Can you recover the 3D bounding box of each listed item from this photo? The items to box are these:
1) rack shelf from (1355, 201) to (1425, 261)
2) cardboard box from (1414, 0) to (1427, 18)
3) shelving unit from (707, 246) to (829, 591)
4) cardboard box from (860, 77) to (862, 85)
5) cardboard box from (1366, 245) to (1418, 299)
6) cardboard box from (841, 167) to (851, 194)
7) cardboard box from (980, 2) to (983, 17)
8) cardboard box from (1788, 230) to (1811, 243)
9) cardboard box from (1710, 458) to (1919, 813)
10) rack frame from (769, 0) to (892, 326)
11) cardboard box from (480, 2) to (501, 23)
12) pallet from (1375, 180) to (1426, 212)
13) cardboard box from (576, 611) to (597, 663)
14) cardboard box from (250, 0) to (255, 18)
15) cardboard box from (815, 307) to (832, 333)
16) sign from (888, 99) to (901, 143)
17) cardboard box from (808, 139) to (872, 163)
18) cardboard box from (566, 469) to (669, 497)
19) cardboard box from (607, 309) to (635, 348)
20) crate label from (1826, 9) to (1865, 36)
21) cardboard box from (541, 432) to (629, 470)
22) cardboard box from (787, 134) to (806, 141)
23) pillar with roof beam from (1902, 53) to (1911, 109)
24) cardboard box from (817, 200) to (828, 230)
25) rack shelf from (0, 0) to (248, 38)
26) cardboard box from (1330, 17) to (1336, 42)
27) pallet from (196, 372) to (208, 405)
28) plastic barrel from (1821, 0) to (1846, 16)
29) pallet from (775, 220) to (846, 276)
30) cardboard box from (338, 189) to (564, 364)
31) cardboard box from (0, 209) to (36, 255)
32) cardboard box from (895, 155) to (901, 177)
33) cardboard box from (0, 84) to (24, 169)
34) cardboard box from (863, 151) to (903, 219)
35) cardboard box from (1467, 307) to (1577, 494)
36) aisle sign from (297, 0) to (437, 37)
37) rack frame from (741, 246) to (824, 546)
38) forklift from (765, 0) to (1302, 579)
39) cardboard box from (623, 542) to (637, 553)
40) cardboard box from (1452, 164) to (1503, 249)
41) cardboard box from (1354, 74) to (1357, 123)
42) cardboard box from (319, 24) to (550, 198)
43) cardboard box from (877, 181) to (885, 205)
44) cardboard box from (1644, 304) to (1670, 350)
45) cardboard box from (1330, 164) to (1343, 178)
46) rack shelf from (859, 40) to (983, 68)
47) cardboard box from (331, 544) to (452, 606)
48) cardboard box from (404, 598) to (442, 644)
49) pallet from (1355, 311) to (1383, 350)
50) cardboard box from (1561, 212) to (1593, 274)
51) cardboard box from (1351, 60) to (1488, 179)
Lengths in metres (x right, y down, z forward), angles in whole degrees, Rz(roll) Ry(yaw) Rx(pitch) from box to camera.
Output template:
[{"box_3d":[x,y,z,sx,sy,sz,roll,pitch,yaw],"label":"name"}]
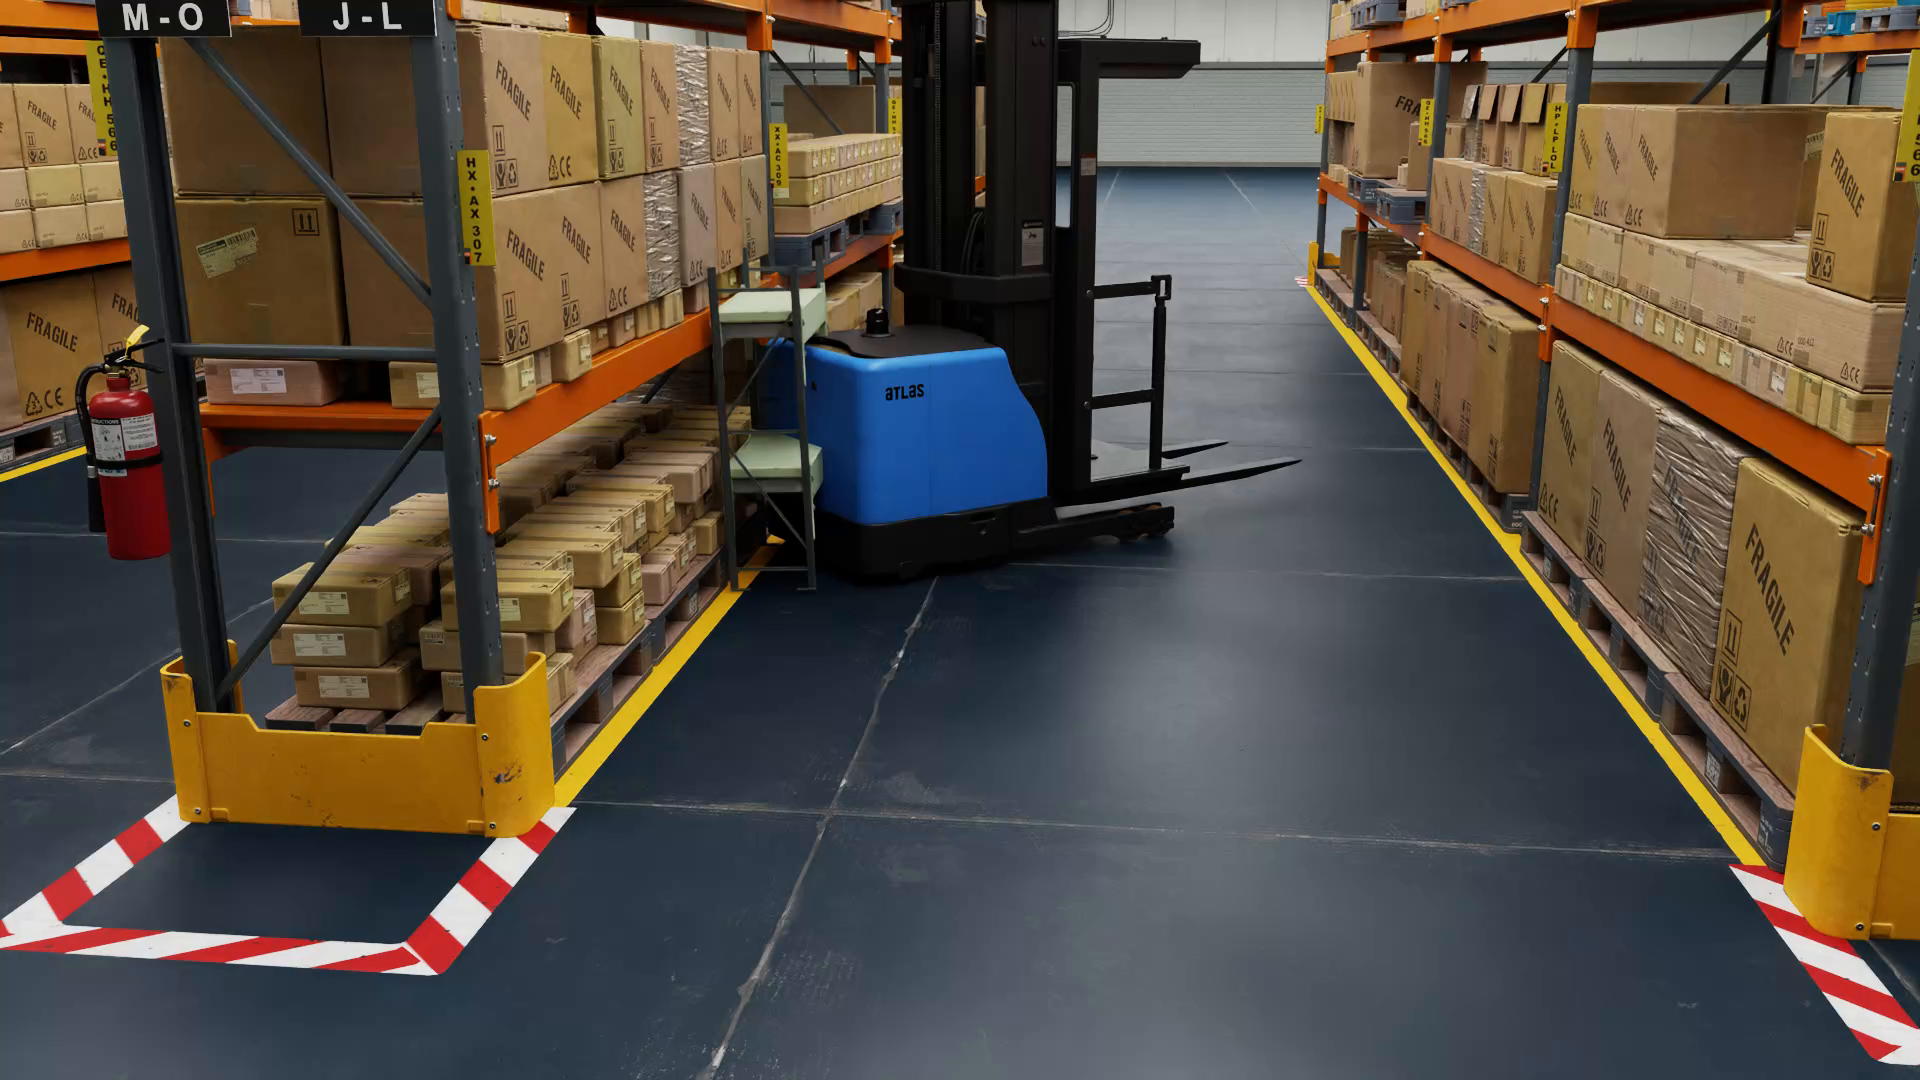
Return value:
[{"box_3d":[4.110,-2.628,14.013,1.077,0.370,4.000,2,15,6],"label":"rack shelf"},{"box_3d":[3.737,-4.092,12.589,0.500,0.250,0.500,2,15,6],"label":"cardboard box"},{"box_3d":[-0.865,-0.589,7.877,0.431,1.500,0.755,-1,17,4],"label":"shelving unit"},{"box_3d":[-0.559,-4.501,17.205,0.875,0.550,0.550,2,15,6],"label":"cardboard box"},{"box_3d":[4.477,-2.742,17.039,0.500,0.500,0.500,7,17,24],"label":"cardboard box"},{"box_3d":[-0.870,-2.177,10.073,0.380,0.149,0.250,2,15,9],"label":"cardboard box"},{"box_3d":[0.054,-5.921,18.552,0.380,0.149,0.250,1,15,5],"label":"cardboard box"},{"box_3d":[3.530,-1.102,6.707,0.500,0.250,0.500,2,15,7],"label":"cardboard box"},{"box_3d":[2.974,0.273,5.173,0.875,0.875,0.875,2,15,6],"label":"cardboard box"},{"box_3d":[-1.033,-2.629,12.638,1.000,3.000,0.127,2,15,6],"label":"rack frame"},{"box_3d":[-5.141,-5.545,17.394,0.500,0.250,0.500,2,15,6],"label":"cardboard box"},{"box_3d":[4.067,-2.879,13.929,1.003,0.211,1.213,2,15,6],"label":"pallet"},{"box_3d":[-1.589,0.358,6.249,0.380,0.149,0.250,2,15,7],"label":"cardboard box"},{"box_3d":[-5.758,-4.152,13.005,0.380,0.149,0.250,2,15,6],"label":"cardboard box"},{"box_3d":[-1.081,-1.272,10.166,0.500,0.250,0.500,2,15,8],"label":"cardboard box"},{"box_3d":[-0.493,-3.136,12.447,0.100,0.325,0.005,2,15,6],"label":"sign"},{"box_3d":[-0.781,-2.522,10.778,0.380,0.149,0.250,2,15,9],"label":"cardboard box"},{"box_3d":[-1.477,-0.204,7.186,0.380,0.149,0.250,2,15,6],"label":"cardboard box"},{"box_3d":[-1.498,-0.847,6.528,0.380,0.149,0.250,1,15,5],"label":"cardboard box"},{"box_3d":[9.169,-5.286,17.003,0.502,0.251,0.408,2,15,6],"label":"crate label"},{"box_3d":[-1.805,-0.417,7.975,0.380,0.149,0.250,1,15,5],"label":"cardboard box"},{"box_3d":[-1.305,-2.814,11.858,0.380,0.149,0.250,1,15,5],"label":"cardboard box"},{"box_3d":[18.763,-13.134,39.996,9.100,9.000,0.400,2,15,6],"label":"pillar with roof beam"},{"box_3d":[-0.957,-1.834,9.374,0.380,0.149,0.250,2,15,7],"label":"cardboard box"},{"box_3d":[-6.188,-3.331,10.864,1.077,0.370,4.000,2,15,6],"label":"rack shelf"},{"box_3d":[4.476,-5.790,18.868,0.500,0.250,0.500,2,15,8],"label":"cardboard box"},{"box_3d":[-6.127,-1.200,12.696,1.003,0.211,1.213,2,15,6],"label":"pallet"},{"box_3d":[9.779,-6.114,18.152,0.600,0.830,0.708,2,15,6],"label":"plastic barrel"},{"box_3d":[-1.253,-1.693,9.544,1.003,0.211,1.213,2,15,6],"label":"pallet"},{"box_3d":[-1.610,-0.854,5.313,0.500,0.500,0.500,2,15,9],"label":"cardboard box"},{"box_3d":[-6.045,-1.879,10.153,0.500,0.250,0.500,1,15,5],"label":"cardboard box"},{"box_3d":[-0.636,-2.713,12.054,0.380,0.149,0.250,2,15,7],"label":"cardboard box"},{"box_3d":[-6.049,-2.481,9.982,0.500,0.500,0.500,2,15,6],"label":"cardboard box"},{"box_3d":[-0.714,-2.786,13.026,0.500,0.500,0.500,2,15,7],"label":"cardboard box"},{"box_3d":[3.485,-0.763,9.003,1.225,0.875,0.875,2,15,6],"label":"cardboard box"},{"box_3d":[-1.646,-1.781,4.523,0.394,0.787,0.004,2,15,6],"label":"aisle sign"},{"box_3d":[-0.840,-0.694,8.226,0.400,1.500,0.023,-1,17,4],"label":"rack frame"},{"box_3d":[0.520,-1.507,8.621,3.031,2.935,1.130,-10,18,-33],"label":"forklift"},{"box_3d":[-1.522,0.077,6.718,0.380,0.149,0.250,1,15,4],"label":"cardboard box"},{"box_3d":[3.449,-2.120,10.565,0.500,0.500,0.500,1,15,5],"label":"cardboard box"},{"box_3d":[4.113,-4.293,16.117,0.500,0.500,0.500,2,15,6],"label":"cardboard box"},{"box_3d":[-1.621,-1.337,5.184,0.500,0.500,0.500,2,15,6],"label":"cardboard box"},{"box_3d":[-0.722,-2.373,11.370,0.380,0.149,0.250,1,15,6],"label":"cardboard box"},{"box_3d":[2.894,-0.827,6.454,0.380,0.149,0.250,1,15,5],"label":"cardboard box"},{"box_3d":[4.427,-4.215,18.984,0.380,0.149,0.250,2,15,6],"label":"cardboard box"},{"box_3d":[-0.356,-5.286,18.096,1.077,0.370,4.000,2,15,6],"label":"rack shelf"},{"box_3d":[-2.042,0.124,5.975,0.380,0.149,0.250,2,15,7],"label":"cardboard box"},{"box_3d":[-2.077,0.264,6.026,0.380,0.149,0.250,1,15,5],"label":"cardboard box"},{"box_3d":[4.249,-1.946,15.455,1.003,0.211,1.213,2,15,6],"label":"pallet"},{"box_3d":[3.119,-1.376,7.723,0.500,0.250,0.500,1,15,5],"label":"cardboard box"},{"box_3d":[4.107,-3.785,14.958,1.000,1.000,1.000,2,15,7],"label":"cardboard box"}]
